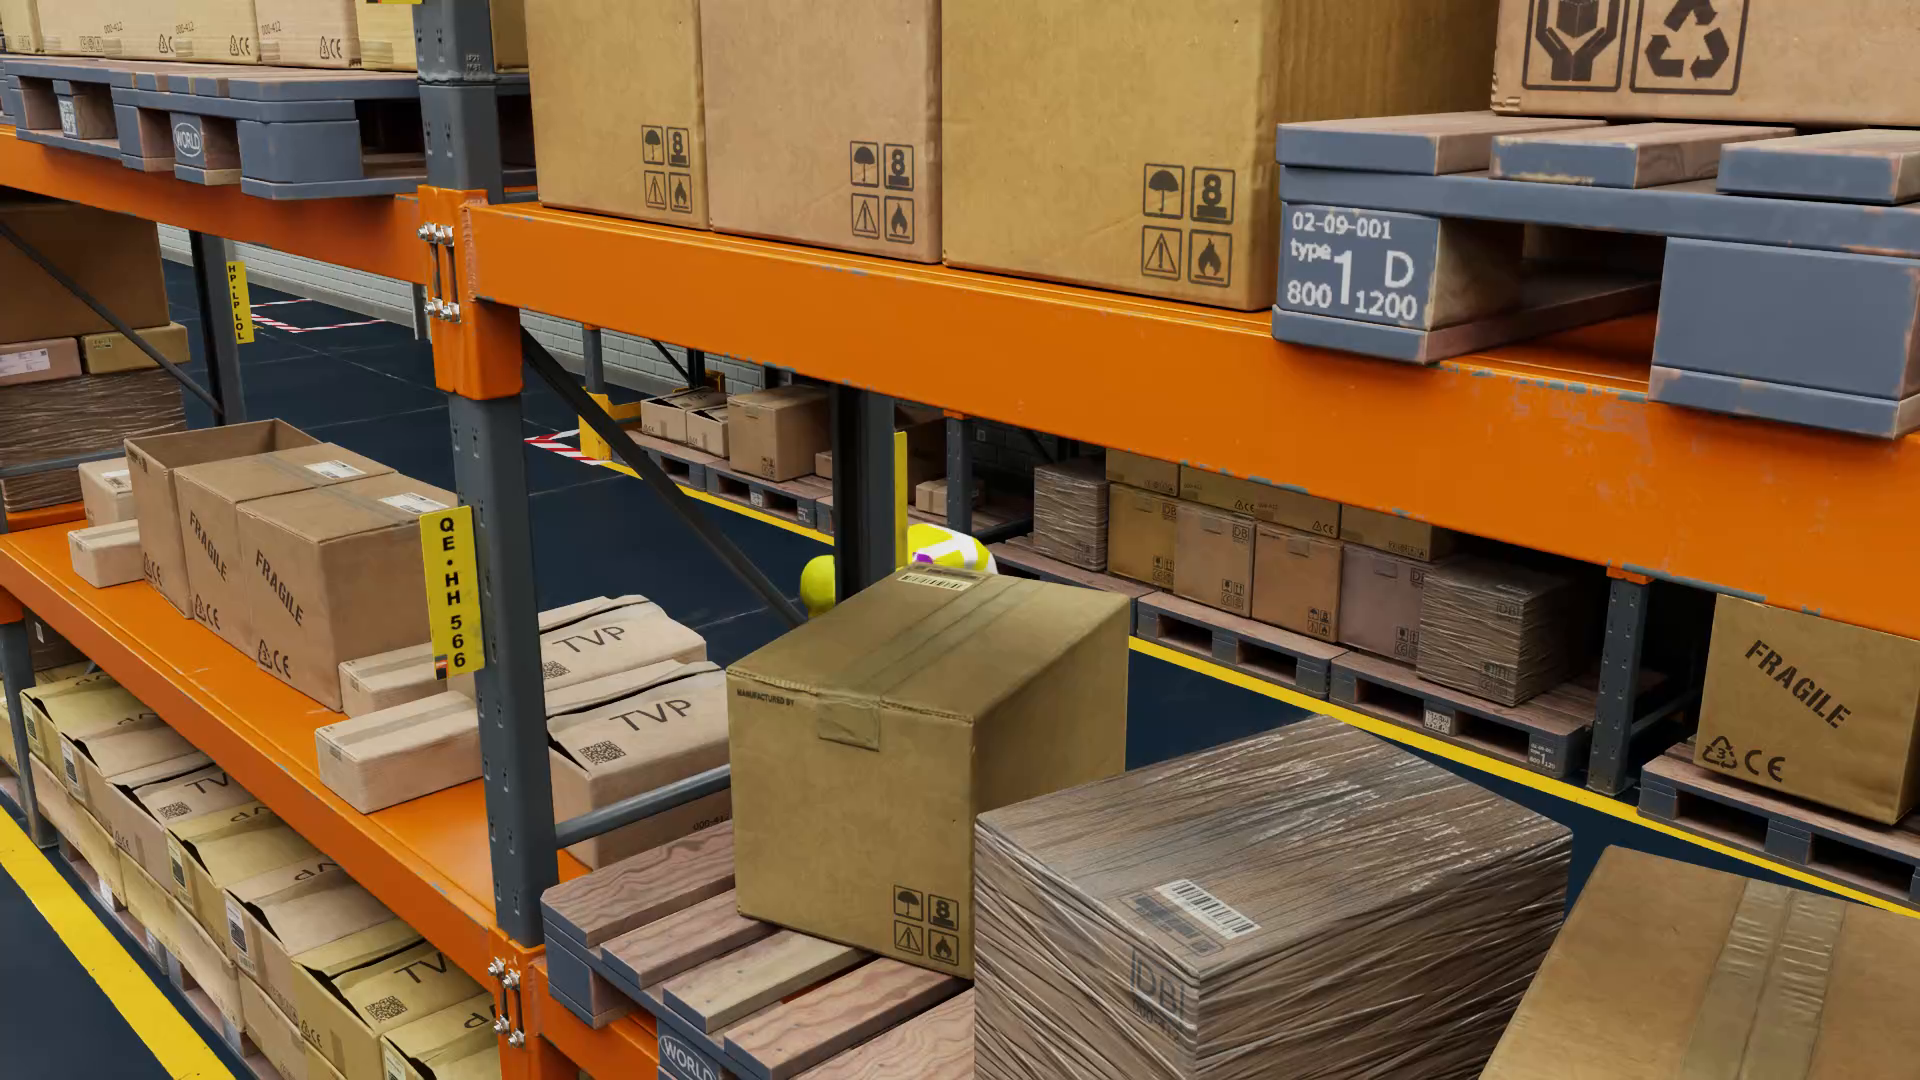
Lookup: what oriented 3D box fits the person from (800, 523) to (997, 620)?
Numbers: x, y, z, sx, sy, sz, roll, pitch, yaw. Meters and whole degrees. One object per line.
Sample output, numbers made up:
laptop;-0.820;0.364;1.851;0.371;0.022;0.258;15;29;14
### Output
person;-0.265;0.510;6.947;0.477;1.119;0.979;16;23;42
